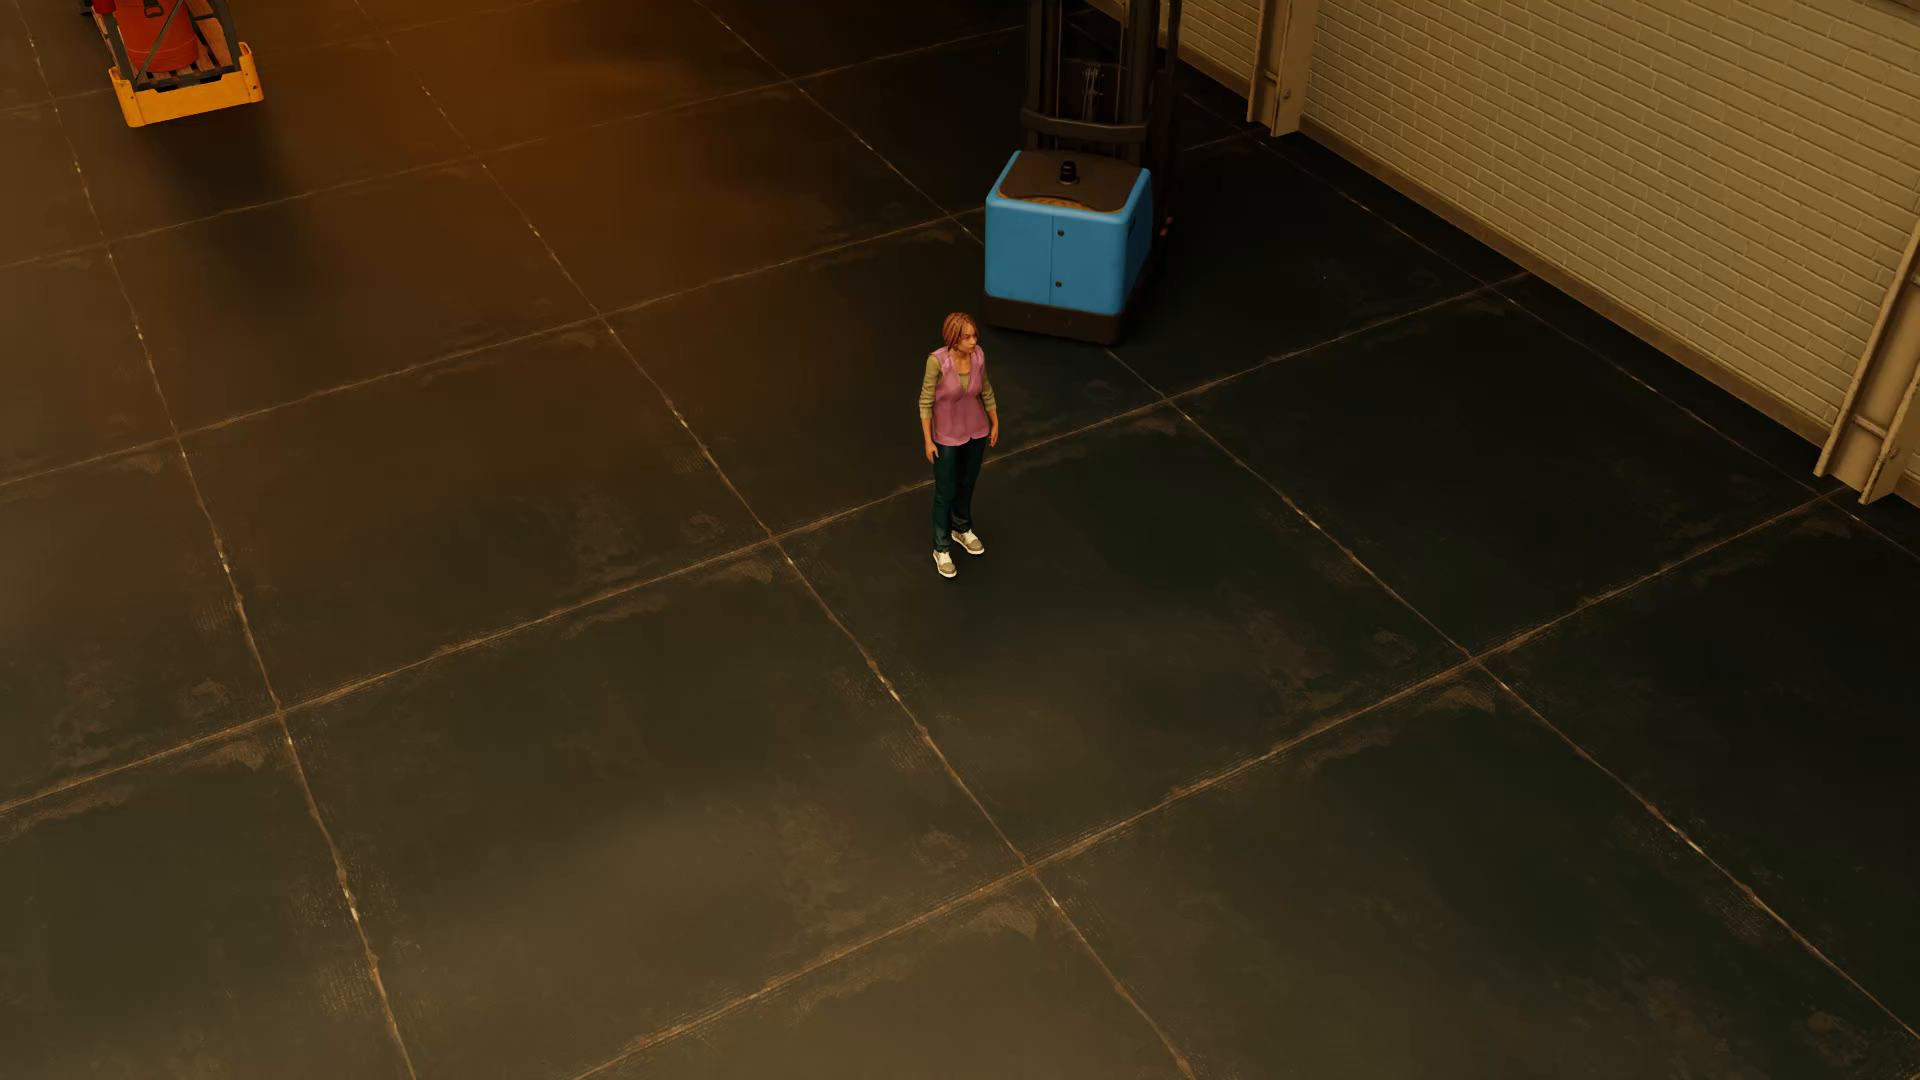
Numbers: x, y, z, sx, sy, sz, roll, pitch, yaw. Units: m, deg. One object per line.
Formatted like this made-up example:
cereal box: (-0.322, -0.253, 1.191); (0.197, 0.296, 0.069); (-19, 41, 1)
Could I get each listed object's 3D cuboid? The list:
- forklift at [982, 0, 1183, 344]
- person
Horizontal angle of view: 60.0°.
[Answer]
forklift: (1.084, -3.478, 12.229); (1.130, 2.935, 3.031); (11, 41, 13)
person: (0.025, -0.569, 9.767); (0.519, 1.583, 0.475); (-20, 44, -23)
